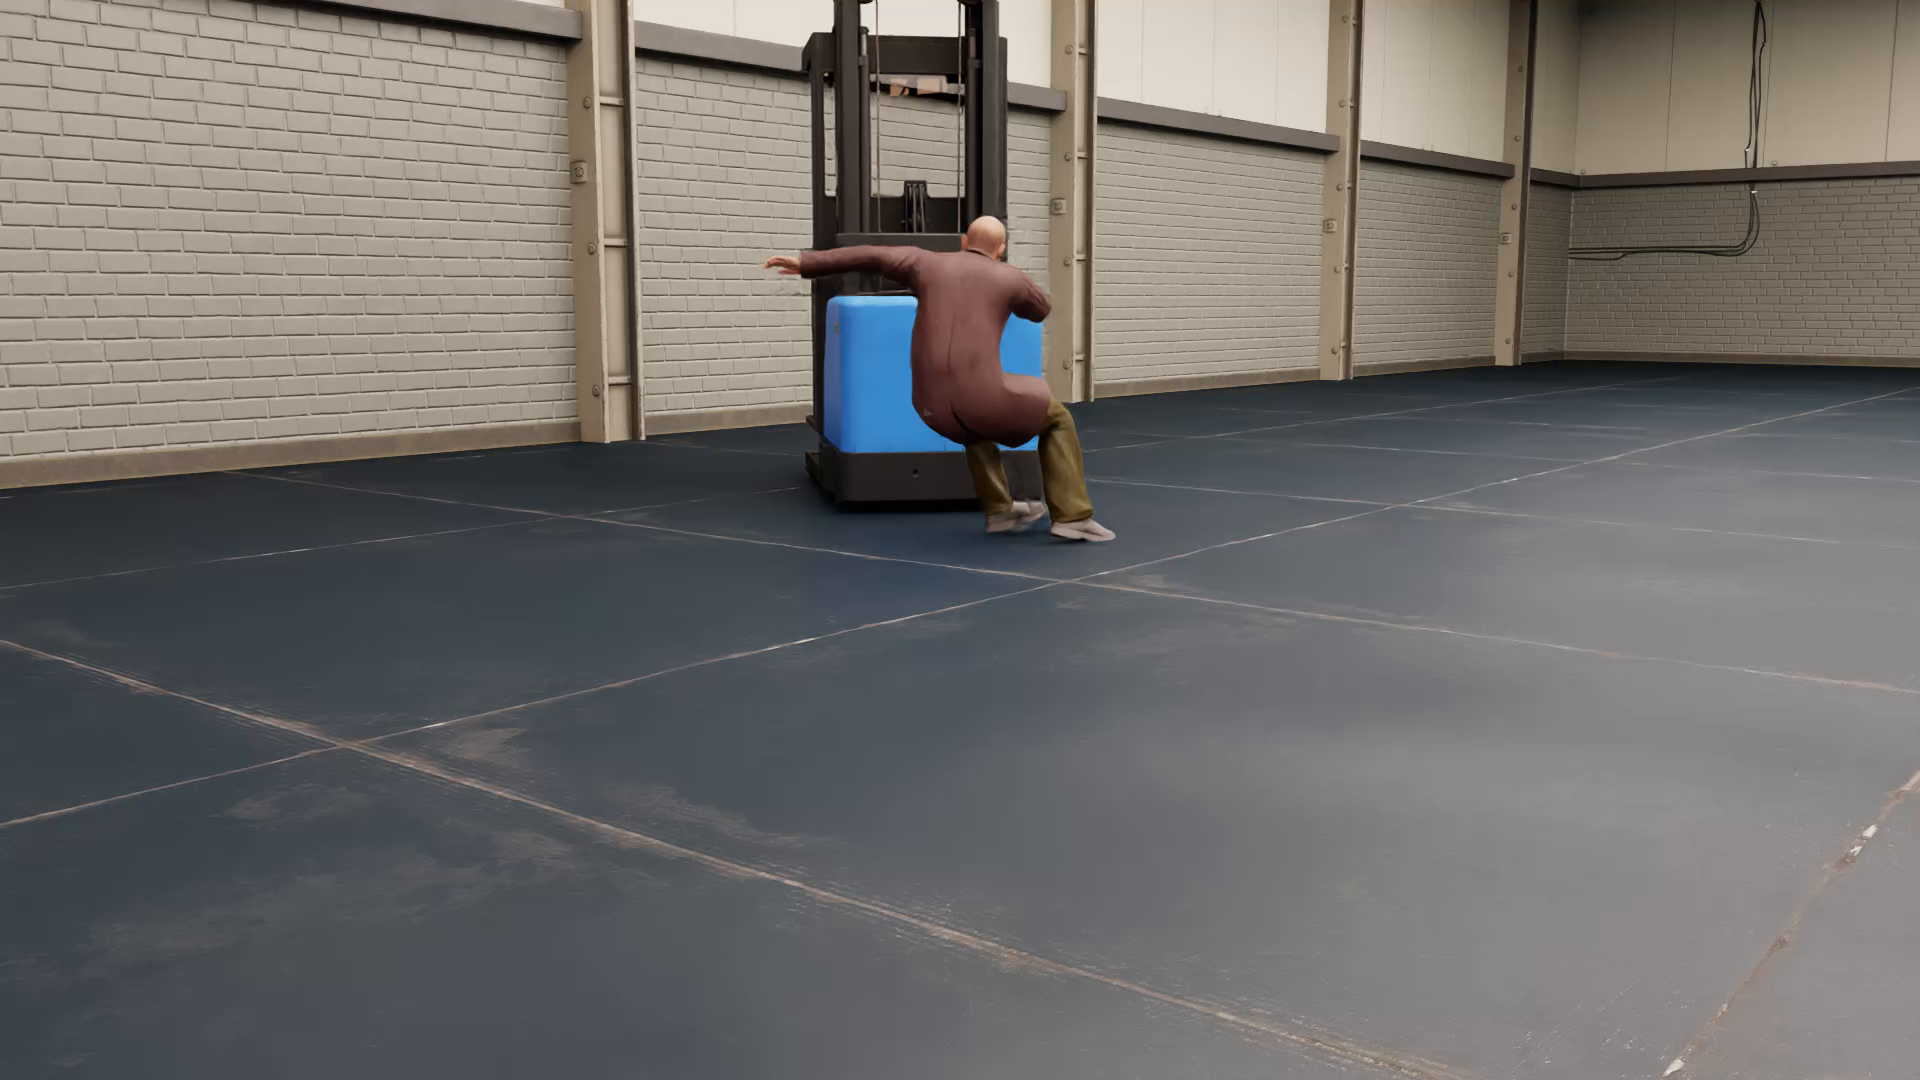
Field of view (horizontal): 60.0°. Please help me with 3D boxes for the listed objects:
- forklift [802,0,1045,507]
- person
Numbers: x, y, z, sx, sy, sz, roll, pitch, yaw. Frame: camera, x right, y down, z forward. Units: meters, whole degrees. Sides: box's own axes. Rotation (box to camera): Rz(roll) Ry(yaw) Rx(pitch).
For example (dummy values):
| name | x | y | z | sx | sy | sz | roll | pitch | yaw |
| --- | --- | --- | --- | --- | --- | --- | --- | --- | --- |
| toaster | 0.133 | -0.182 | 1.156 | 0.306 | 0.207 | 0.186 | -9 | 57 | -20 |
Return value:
| name | x | y | z | sx | sy | sz | roll | pitch | yaw |
| --- | --- | --- | --- | --- | --- | --- | --- | --- | --- |
| forklift | -0.321 | -1.796 | 9.556 | 1.130 | 2.935 | 3.031 | -1 | 8 | -9 |
| person | -0.066 | -0.697 | 7.362 | 1.464 | 1.449 | 0.749 | 3 | 9 | 17 |
